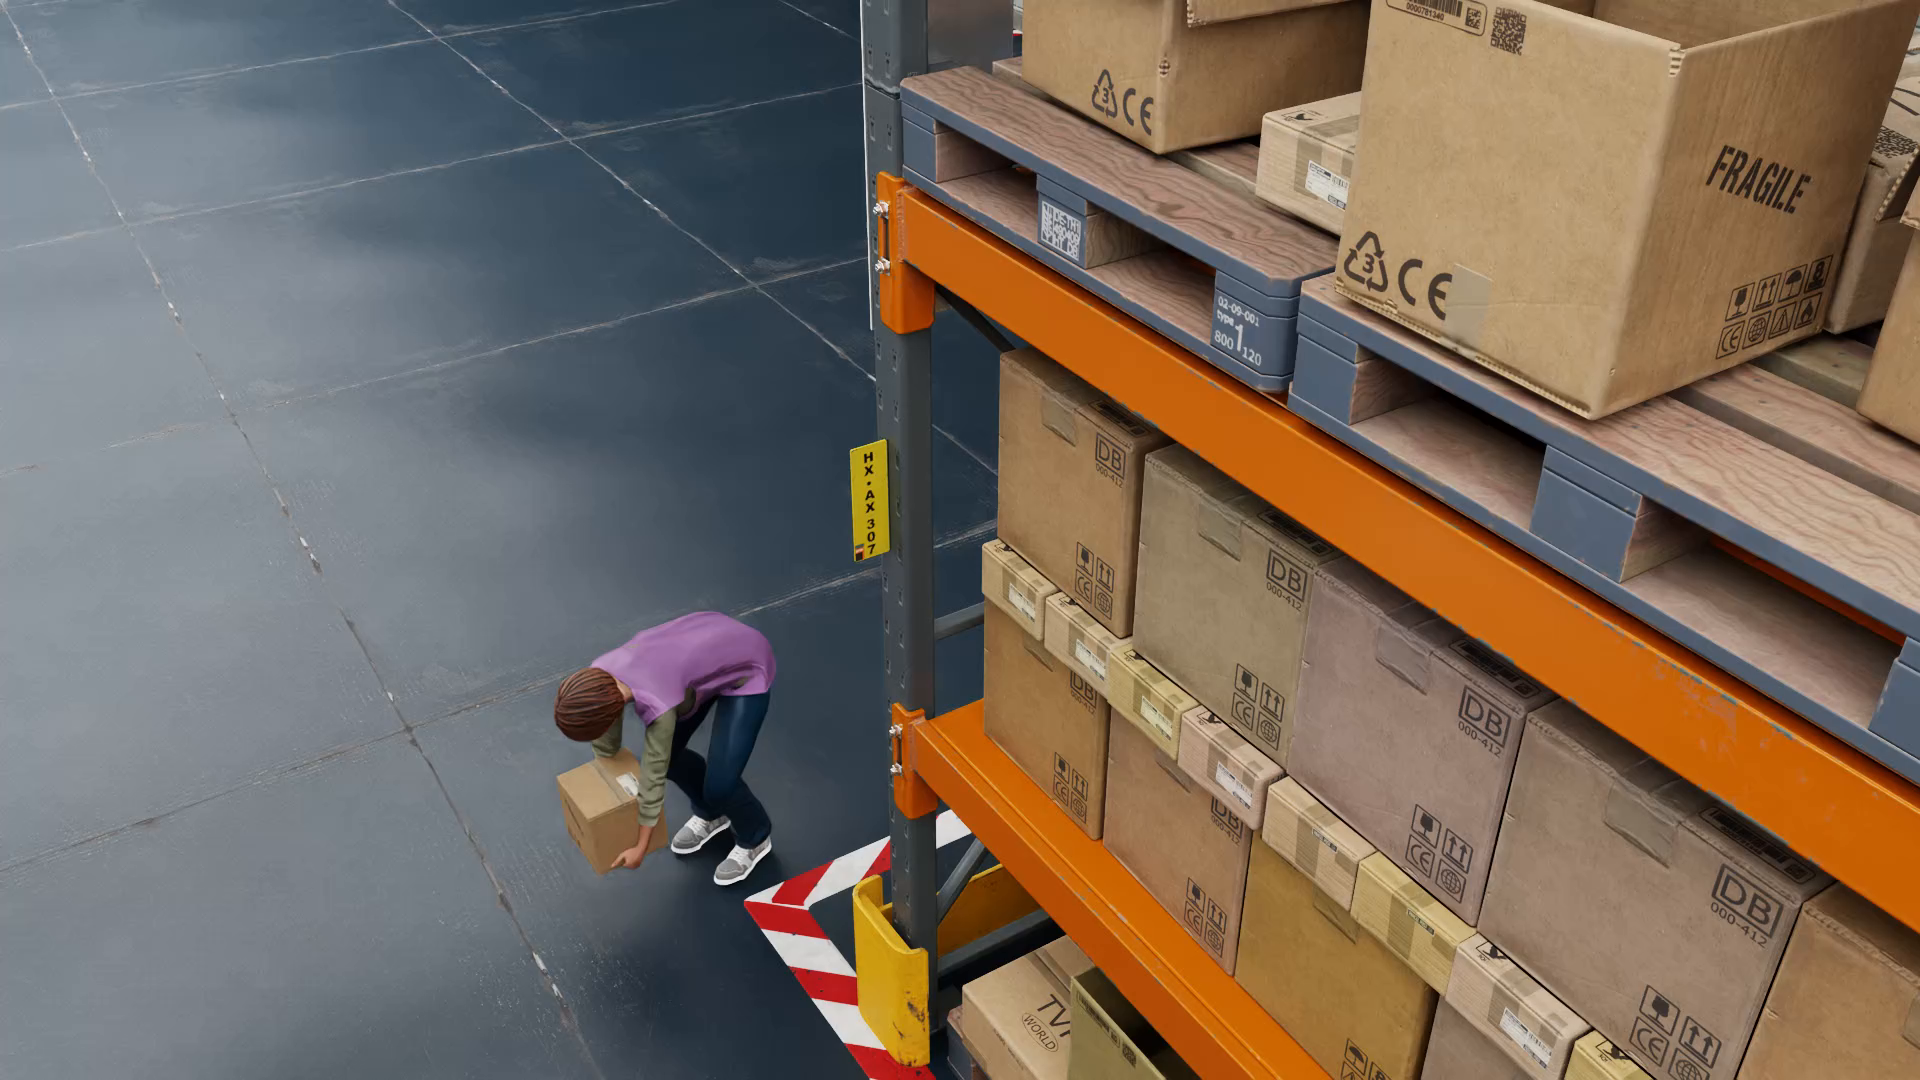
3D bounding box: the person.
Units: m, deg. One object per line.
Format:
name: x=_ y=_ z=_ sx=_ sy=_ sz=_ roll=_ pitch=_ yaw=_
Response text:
person: x=-0.948 y=0.726 z=5.509 sx=0.408 sy=1.080 sz=0.850 roll=23 pitch=39 yaw=31
